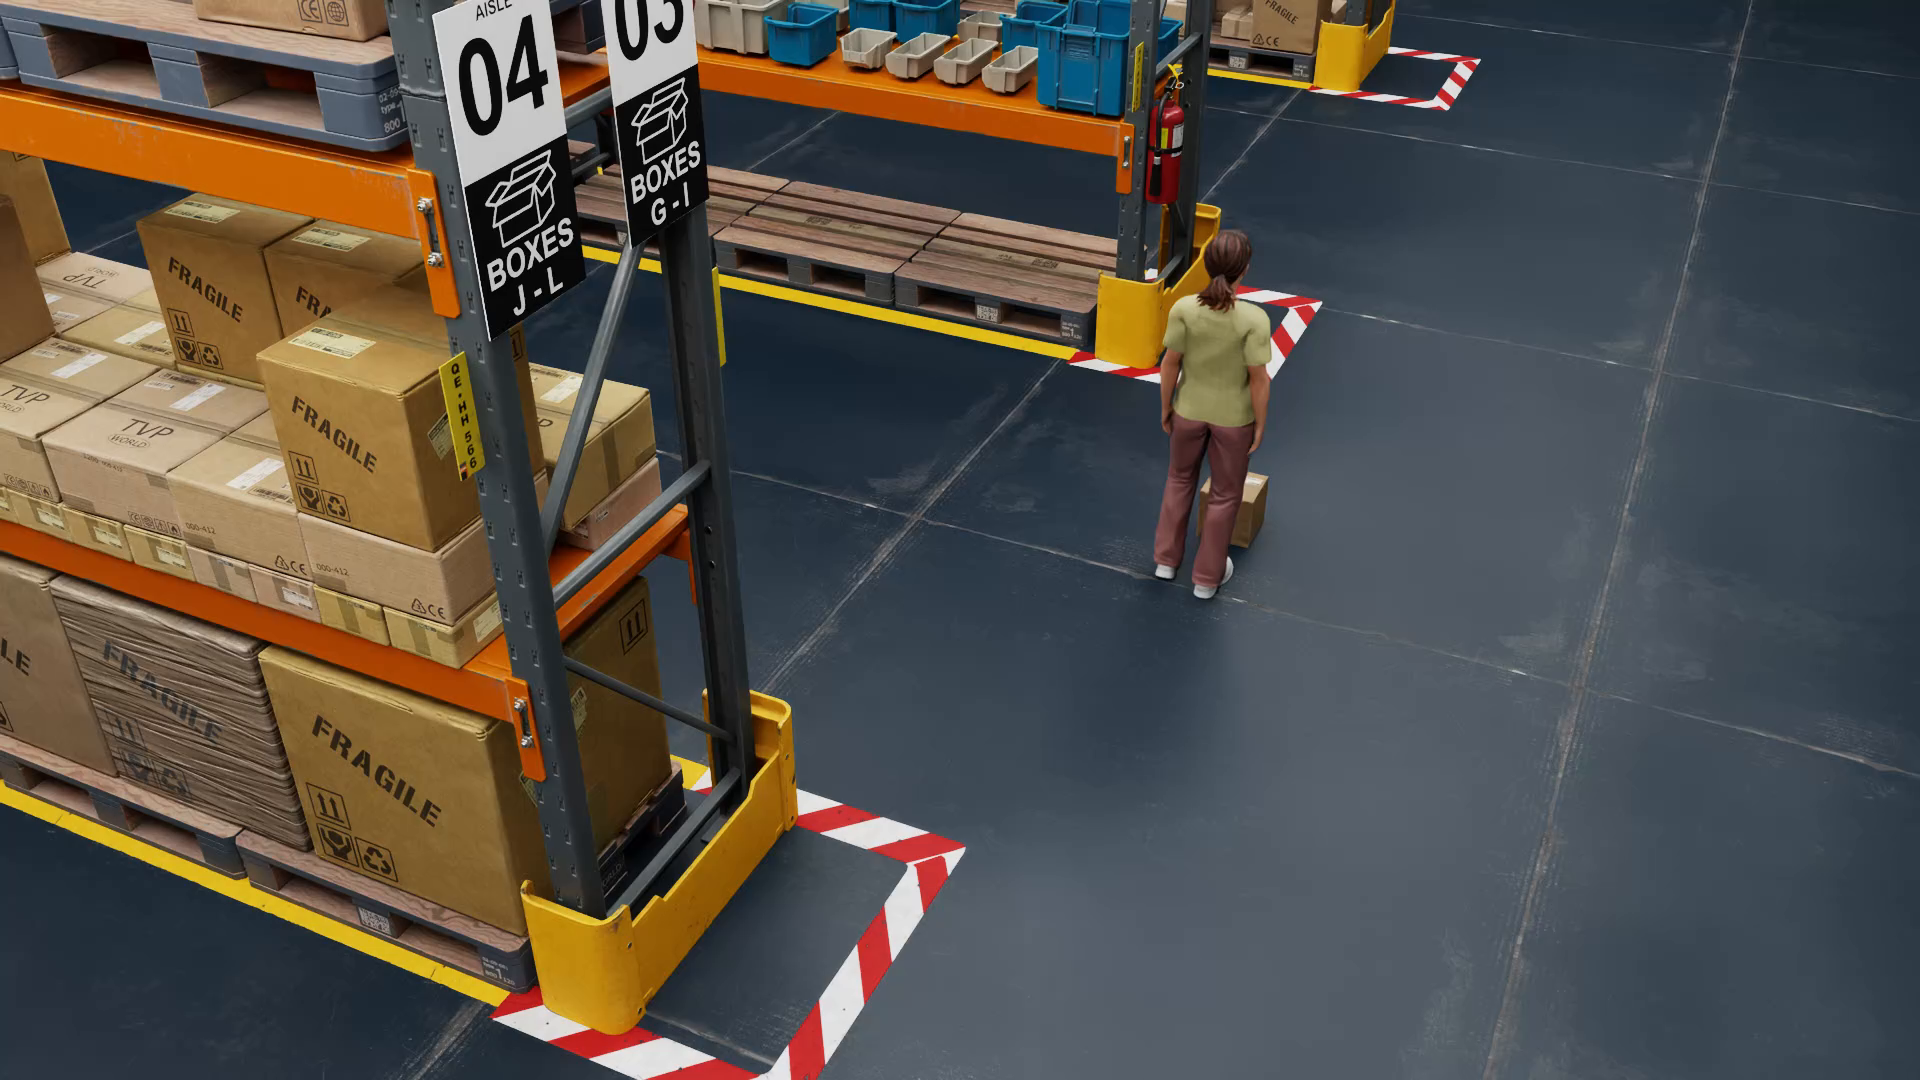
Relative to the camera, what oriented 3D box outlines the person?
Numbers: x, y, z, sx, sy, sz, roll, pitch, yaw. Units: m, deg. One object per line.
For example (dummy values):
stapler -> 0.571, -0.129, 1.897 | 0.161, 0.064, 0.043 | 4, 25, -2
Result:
person -> 1.062, -0.501, 6.927 | 0.455, 1.707, 0.413 | 14, 36, 20
